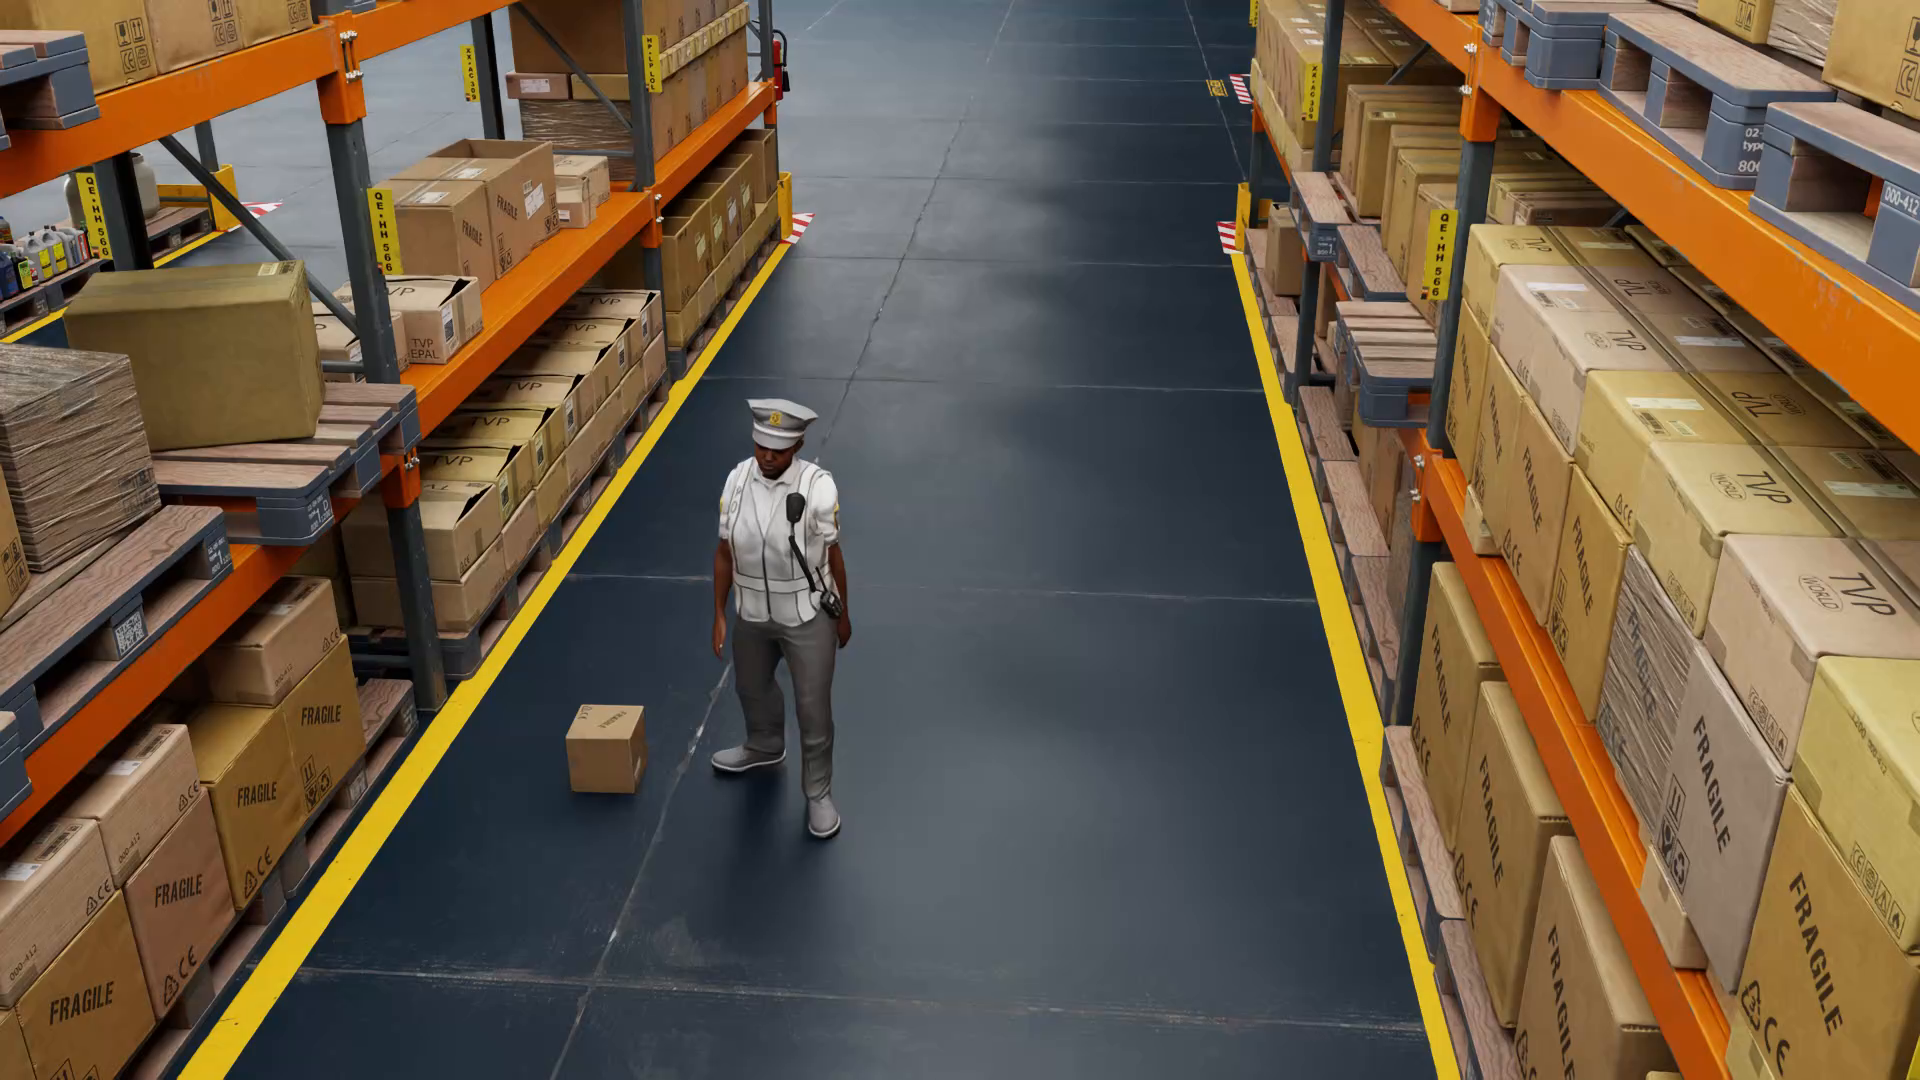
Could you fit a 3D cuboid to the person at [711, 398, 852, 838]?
[{"bbox_3d":[-0.708,0.240,6.068,0.653,1.675,0.469,9,26,18],"label":"person"}]
